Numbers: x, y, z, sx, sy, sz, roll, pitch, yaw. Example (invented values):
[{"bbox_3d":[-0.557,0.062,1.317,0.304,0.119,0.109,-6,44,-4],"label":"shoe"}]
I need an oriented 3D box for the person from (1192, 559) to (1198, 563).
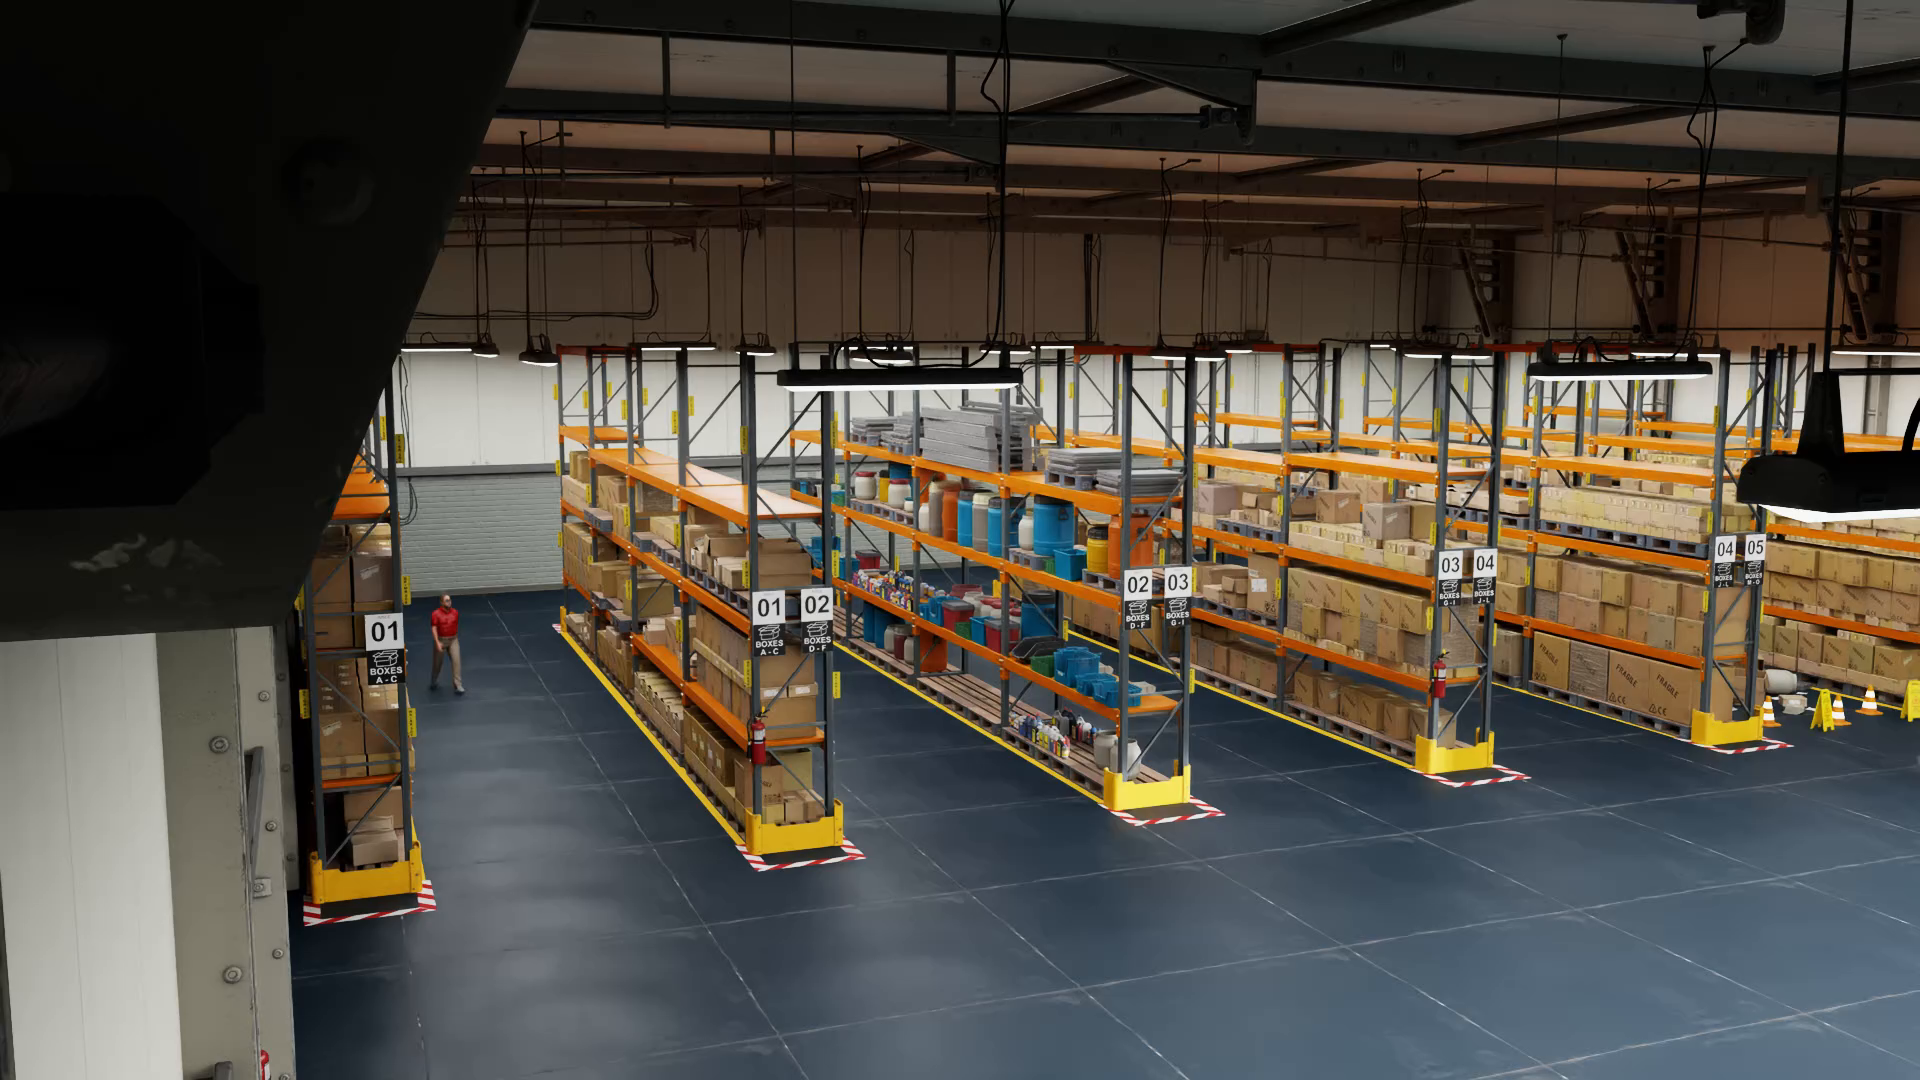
[{"bbox_3d":[4.838,0.988,35.083,0.576,1.724,1.034,-3,8,-20],"label":"person"}]

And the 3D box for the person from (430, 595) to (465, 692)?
[{"bbox_3d":[-9.006,1.787,29.105,0.507,1.677,1.038,-4,8,-31],"label":"person"}]
